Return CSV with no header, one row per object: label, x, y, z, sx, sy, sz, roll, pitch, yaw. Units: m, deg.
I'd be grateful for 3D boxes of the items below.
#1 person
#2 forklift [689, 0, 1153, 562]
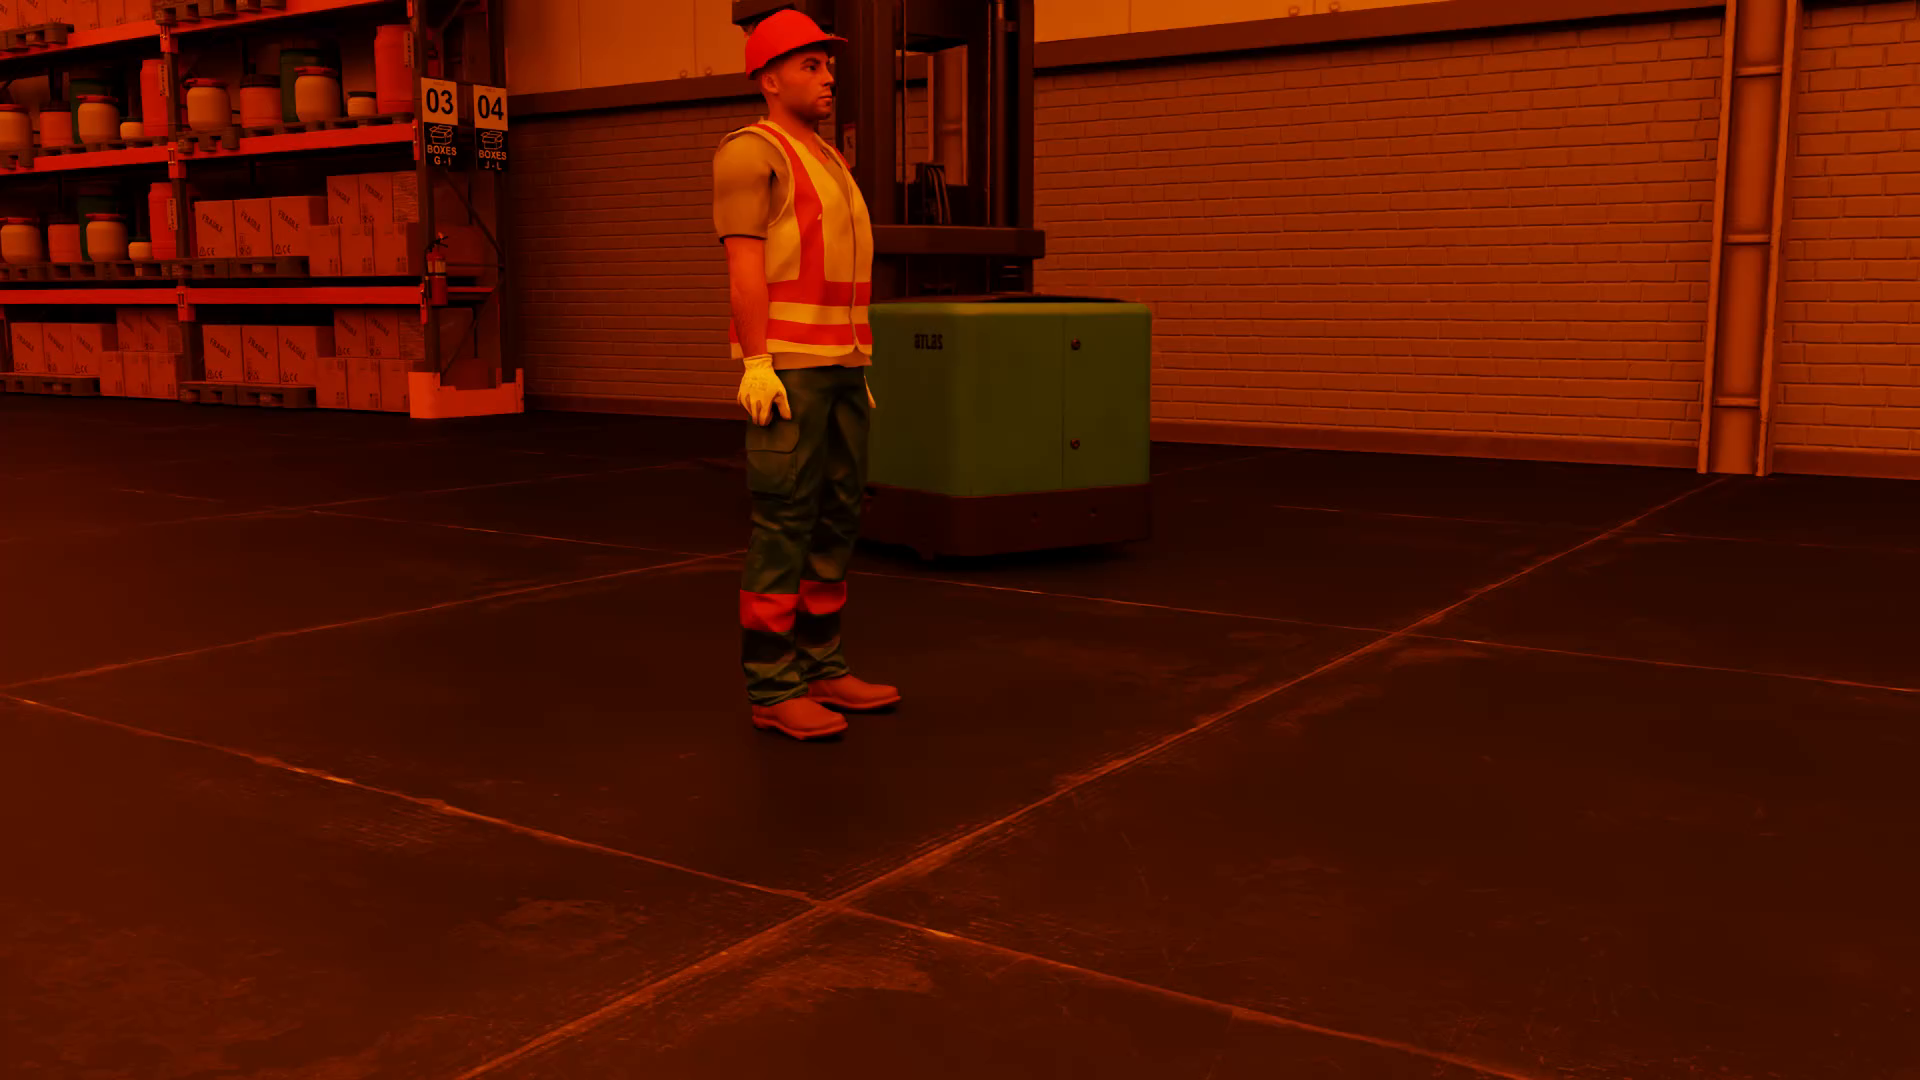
person,-0.381,-0.423,4.231,0.381,1.794,0.526,3,9,23
forklift,-0.394,-1.527,7.932,1.130,2.935,3.031,-5,10,-33
